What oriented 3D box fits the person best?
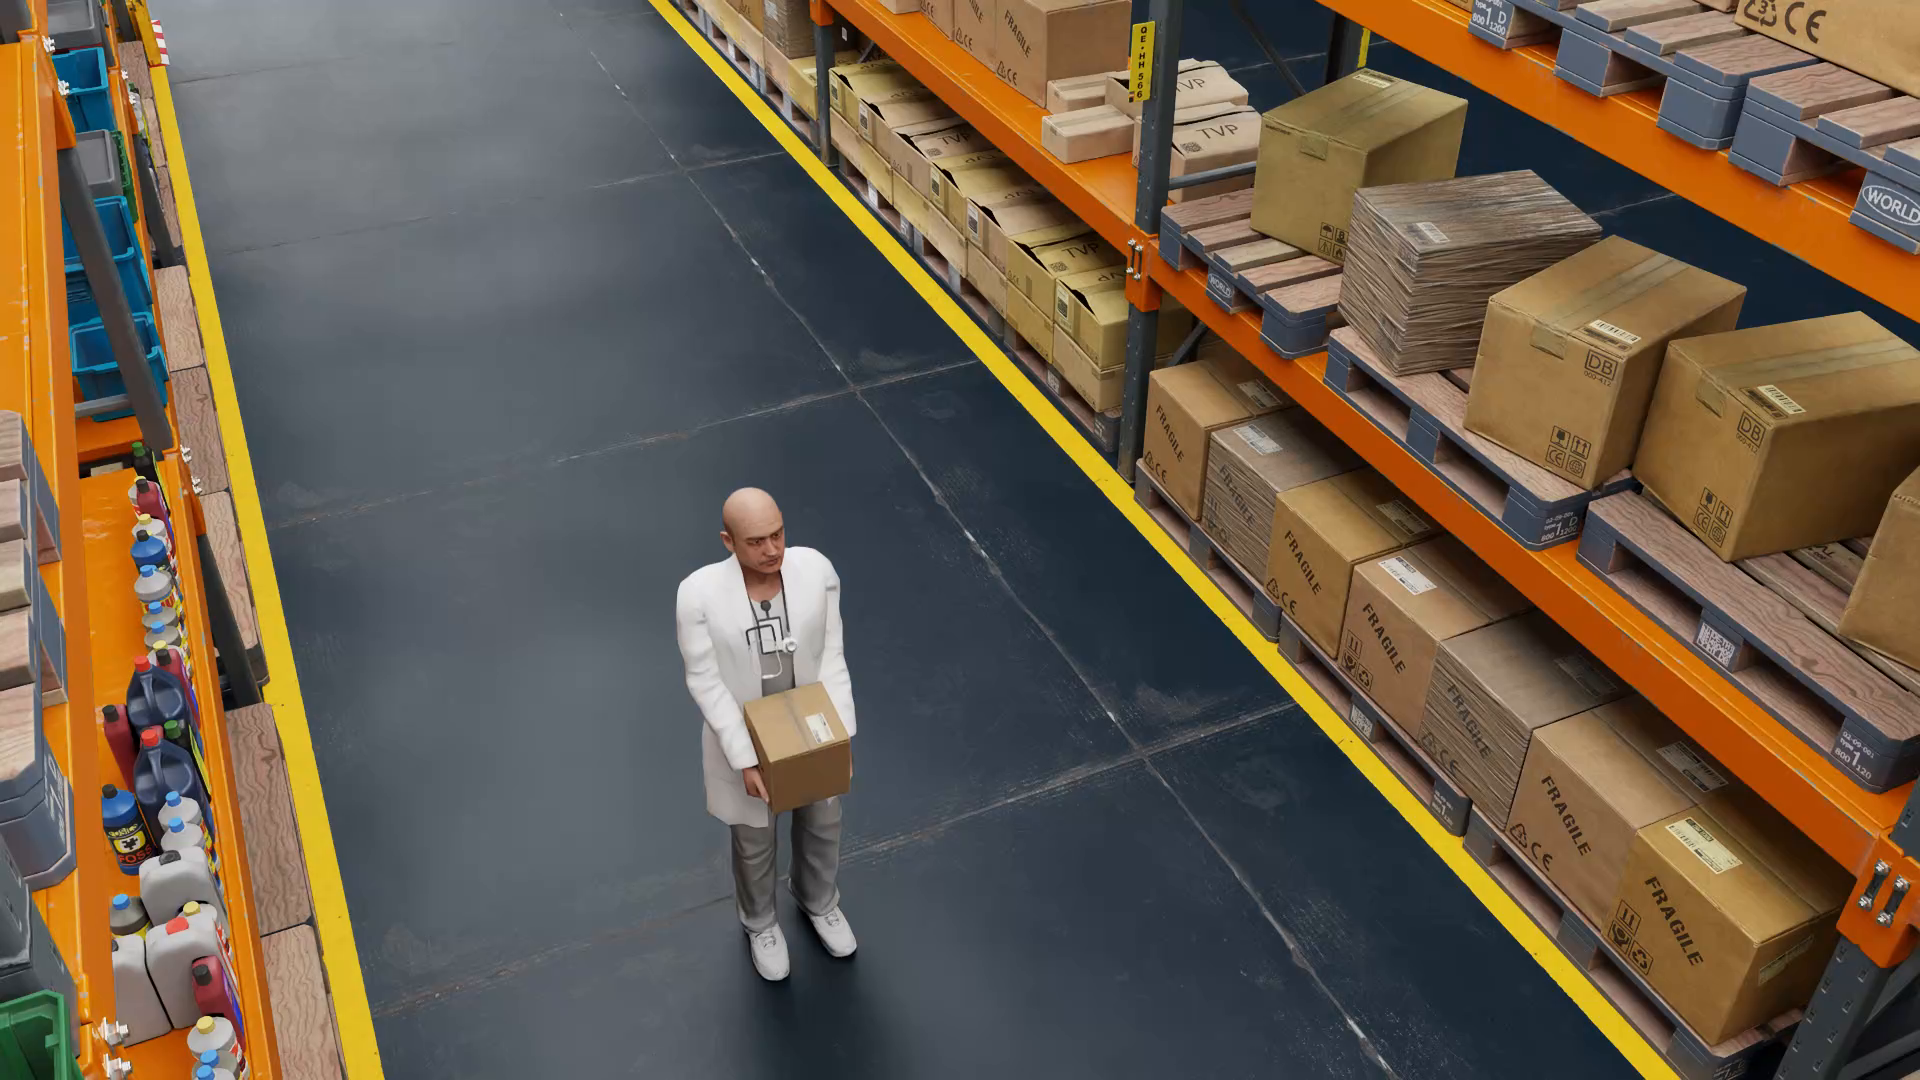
[{"bbox_3d":[-0.557,0.672,5.268,0.528,1.771,0.563,-15,39,-19],"label":"person"}]
